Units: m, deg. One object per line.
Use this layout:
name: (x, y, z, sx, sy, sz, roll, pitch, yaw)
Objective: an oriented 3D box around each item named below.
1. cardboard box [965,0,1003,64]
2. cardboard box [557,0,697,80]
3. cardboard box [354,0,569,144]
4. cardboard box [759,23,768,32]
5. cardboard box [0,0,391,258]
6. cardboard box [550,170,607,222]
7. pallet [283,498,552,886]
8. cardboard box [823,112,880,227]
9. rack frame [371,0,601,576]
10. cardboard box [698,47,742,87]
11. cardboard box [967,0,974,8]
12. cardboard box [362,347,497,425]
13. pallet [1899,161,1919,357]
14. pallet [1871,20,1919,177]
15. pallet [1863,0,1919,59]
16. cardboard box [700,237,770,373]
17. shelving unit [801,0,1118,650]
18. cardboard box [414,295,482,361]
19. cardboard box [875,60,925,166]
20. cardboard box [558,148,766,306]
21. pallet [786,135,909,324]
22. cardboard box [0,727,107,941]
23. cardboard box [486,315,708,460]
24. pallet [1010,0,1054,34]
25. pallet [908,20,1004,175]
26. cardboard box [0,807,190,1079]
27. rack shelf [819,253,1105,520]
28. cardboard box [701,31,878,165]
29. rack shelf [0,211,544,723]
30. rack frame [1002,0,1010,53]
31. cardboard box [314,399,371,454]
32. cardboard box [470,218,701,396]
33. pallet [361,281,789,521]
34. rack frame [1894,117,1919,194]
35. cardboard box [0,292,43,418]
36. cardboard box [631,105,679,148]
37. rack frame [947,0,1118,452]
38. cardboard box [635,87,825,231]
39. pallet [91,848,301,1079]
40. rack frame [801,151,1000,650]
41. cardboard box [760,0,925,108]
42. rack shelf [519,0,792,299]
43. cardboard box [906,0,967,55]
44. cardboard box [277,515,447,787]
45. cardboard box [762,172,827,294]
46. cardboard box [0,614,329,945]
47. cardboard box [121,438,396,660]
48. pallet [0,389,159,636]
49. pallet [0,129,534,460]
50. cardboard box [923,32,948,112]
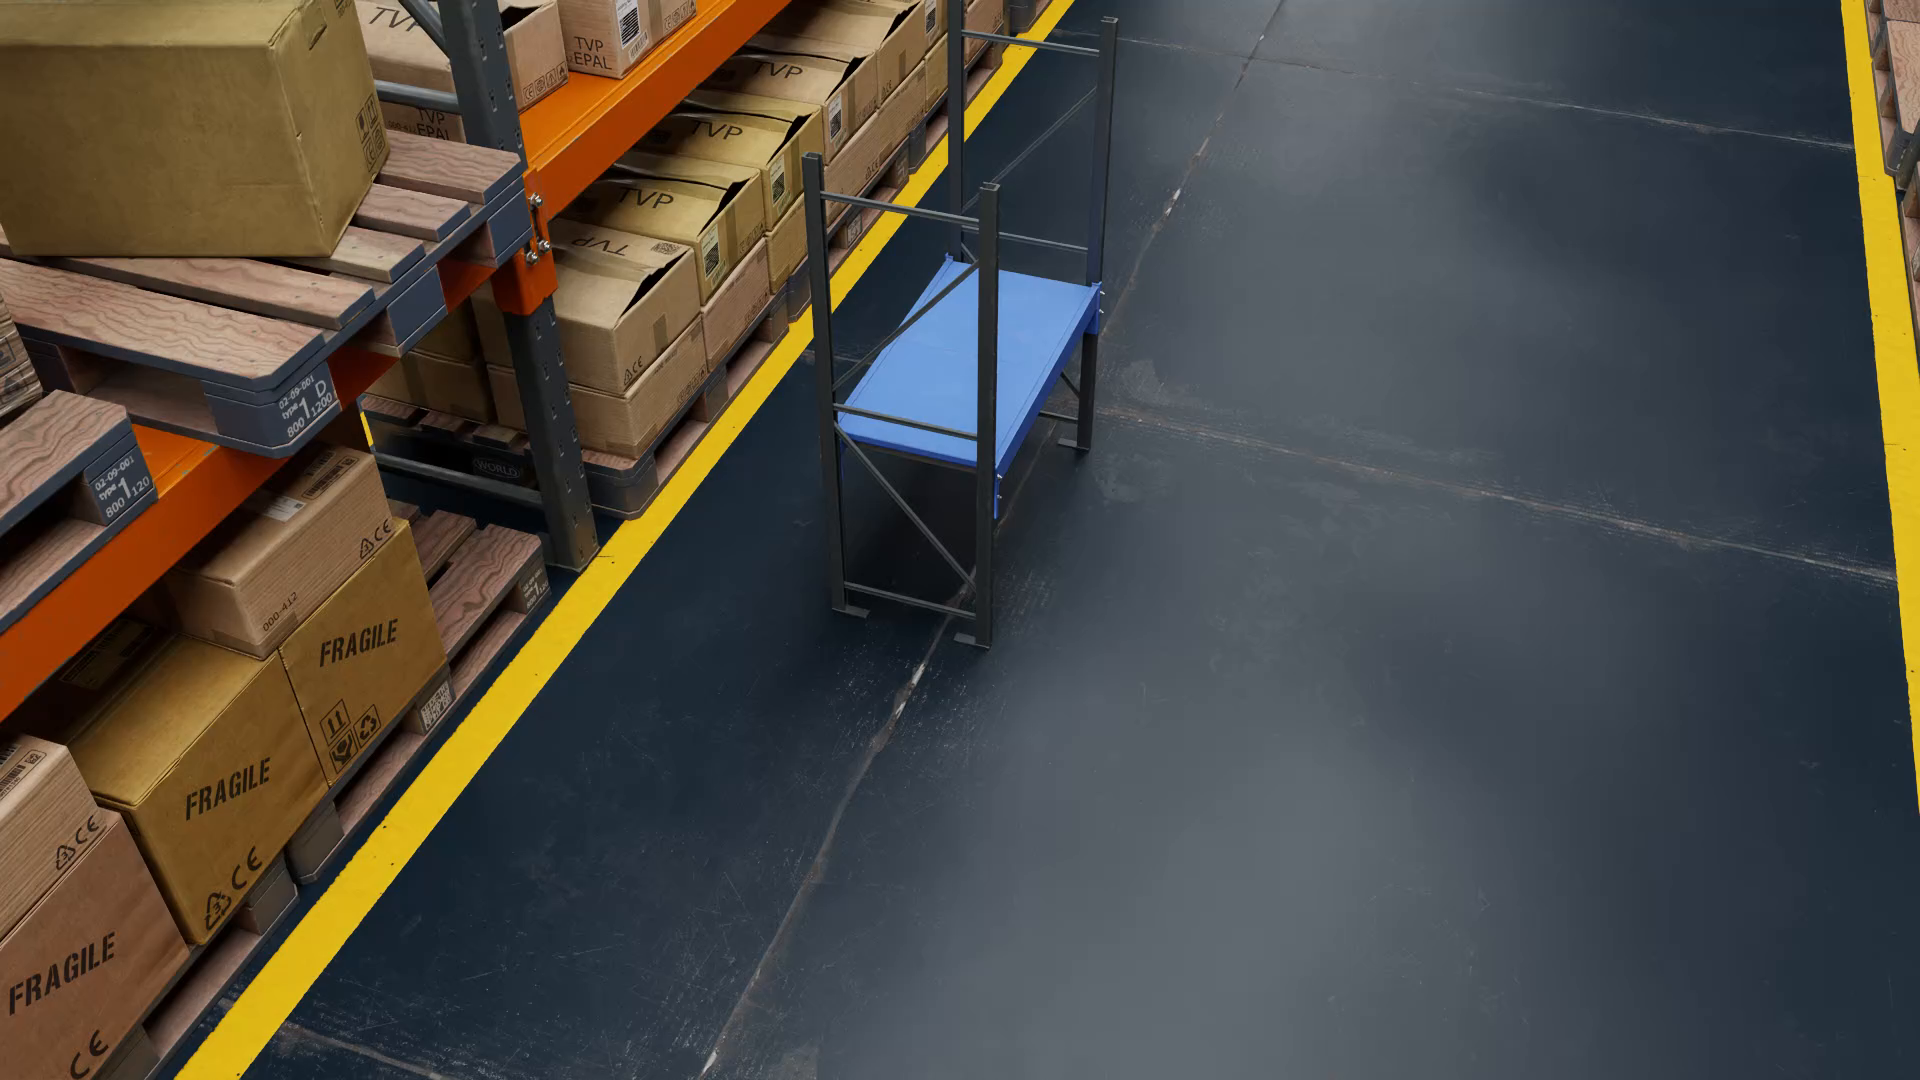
cardboard box: (-0.119, -2.417, 7.567, 0.500, 0.250, 0.500, 13, 42, 15)
cardboard box: (-1.129, -1.649, 4.941, 0.500, 0.311, 0.500, 13, 42, 15)
cardboard box: (-1.452, -1.359, 4.601, 0.500, 0.311, 0.500, 16, 43, 18)
cardboard box: (-0.977, -2.131, 6.799, 0.500, 0.311, 0.500, 12, 42, 14)
cardboard box: (-1.726, -0.970, 3.675, 0.700, 0.500, 0.500, 0, 40, 0)
cardboard box: (-1.498, -1.200, 5.709, 0.500, 0.311, 0.500, 13, 42, 14)
pallet: (-1.908, 0.327, 4.704, 1.003, 0.211, 1.213, 13, 42, 15)
cardboard box: (-0.643, -1.487, 6.476, 0.500, 0.250, 0.500, 14, 42, 16)
rack frame: (-1.617, -1.181, 4.323, 1.000, 3.000, 0.127, 13, 42, 15)
cardboard box: (-1.149, -1.813, 6.427, 0.500, 0.311, 0.500, 14, 43, 16)
cardboard box: (-0.118, -2.637, 7.393, 0.500, 0.311, 0.500, 13, 42, 15)
cardboard box: (-1.666, -0.670, 5.519, 0.500, 0.250, 0.500, 14, 42, 16)
pallet: (4.142, -0.987, 6.245, 1.003, 0.211, 1.213, 13, 42, 15)
pallet: (4.604, -1.880, 7.291, 1.003, 0.211, 1.213, 13, 42, 15)
pallet: (5.019, -2.627, 8.166, 1.003, 0.211, 1.213, 13, 42, 15)
cardboard box: (-0.991, -0.856, 5.737, 0.500, 0.250, 0.500, 12, 42, 14)
shelving unit: (0.029, -0.623, 4.824, 0.538, 1.500, 1.048, 13, 42, 15)
cardboard box: (-1.669, -0.882, 5.336, 0.500, 0.311, 0.500, 14, 43, 16)
cardboard box: (-0.468, -1.797, 6.840, 0.500, 0.250, 0.500, 14, 42, 16)
cardboard box: (-0.990, -1.084, 5.573, 0.500, 0.311, 0.500, 12, 42, 14)
pallet: (-0.880, -1.355, 6.676, 1.003, 0.211, 1.213, 13, 42, 15)
cardboard box: (-2.077, 0.600, 3.245, 0.500, 0.250, 0.500, 13, 42, 14)
cardboard box: (-1.162, -0.549, 5.377, 0.500, 0.250, 0.500, 13, 42, 15)
pallet: (0.062, -3.036, 8.645, 1.003, 0.211, 1.213, 13, 42, 15)
pallet: (-0.464, -2.102, 7.551, 1.003, 0.211, 1.213, 13, 42, 15)
cardboard box: (-2.067, 0.862, 3.515, 0.500, 0.500, 0.500, 12, 42, 13)
rack shelf: (0.029, -0.486, 4.941, 0.538, 0.185, 1.000, 13, 42, 15)
cardboard box: (-0.638, -1.709, 6.305, 0.500, 0.311, 0.500, 13, 42, 15)
rack shelf: (-2.301, 0.313, 3.127, 1.077, 0.370, 4.000, 13, 42, 15)
rack frame: (-0.249, -3.621, 7.183, 1.000, 3.000, 0.127, 13, 42, 15)
cardboard box: (-2.041, -0.183, 4.740, 0.500, 0.500, 0.500, 15, 43, 17)
cardboard box: (-1.162, -0.762, 5.195, 0.500, 0.311, 0.500, 15, 43, 17)
pallet: (-1.299, -0.613, 5.806, 1.003, 0.211, 1.213, 13, 42, 15)
rack frame: (4.407, -2.523, 5.897, 1.000, 3.000, 0.127, 13, 42, 15)
cardboard box: (-2.219, -0.454, 3.071, 0.700, 0.500, 0.500, 21, 45, 23)
cardboard box: (-1.322, -1.508, 6.069, 0.500, 0.311, 0.500, 13, 42, 15)
rack frame: (0.203, -0.933, 5.188, 0.500, 1.500, 0.032, 13, 42, 15)
cardboard box: (-0.814, -1.395, 5.937, 0.500, 0.311, 0.500, 12, 42, 14)
pallet: (-2.327, 1.069, 3.835, 1.003, 0.211, 1.213, 13, 42, 15)
rack frame: (-0.145, -0.313, 4.461, 0.500, 1.500, 0.032, 13, 42, 15)
cardboard box: (-0.463, -2.014, 6.663, 0.500, 0.311, 0.500, 13, 42, 15)
rack shelf: (-0.933, -2.127, 5.986, 1.077, 0.370, 4.000, 13, 42, 15)
cardboard box: (-0.290, -2.318, 7.019, 0.500, 0.311, 0.500, 14, 43, 16)
cardboard box: (-1.716, 0.225, 4.262, 0.500, 0.500, 0.500, 15, 43, 17)
cardboard box: (-0.819, -1.174, 6.110, 0.500, 0.250, 0.500, 12, 42, 14)
cardboard box: (-1.894, 0.541, 3.892, 0.500, 0.500, 0.500, 12, 42, 14)
cardboard box: (-1.732, -0.025, 3.977, 0.500, 0.250, 0.500, 15, 43, 17)
pallet: (-2.278, 0.079, 2.994, 1.003, 0.211, 1.213, 13, 42, 15)
pallet: (-1.783, -0.679, 3.882, 1.213, 0.211, 1.003, 13, 42, 15)
cardboard box: (-0.293, -2.109, 7.206, 0.500, 0.250, 0.500, 13, 42, 14)
